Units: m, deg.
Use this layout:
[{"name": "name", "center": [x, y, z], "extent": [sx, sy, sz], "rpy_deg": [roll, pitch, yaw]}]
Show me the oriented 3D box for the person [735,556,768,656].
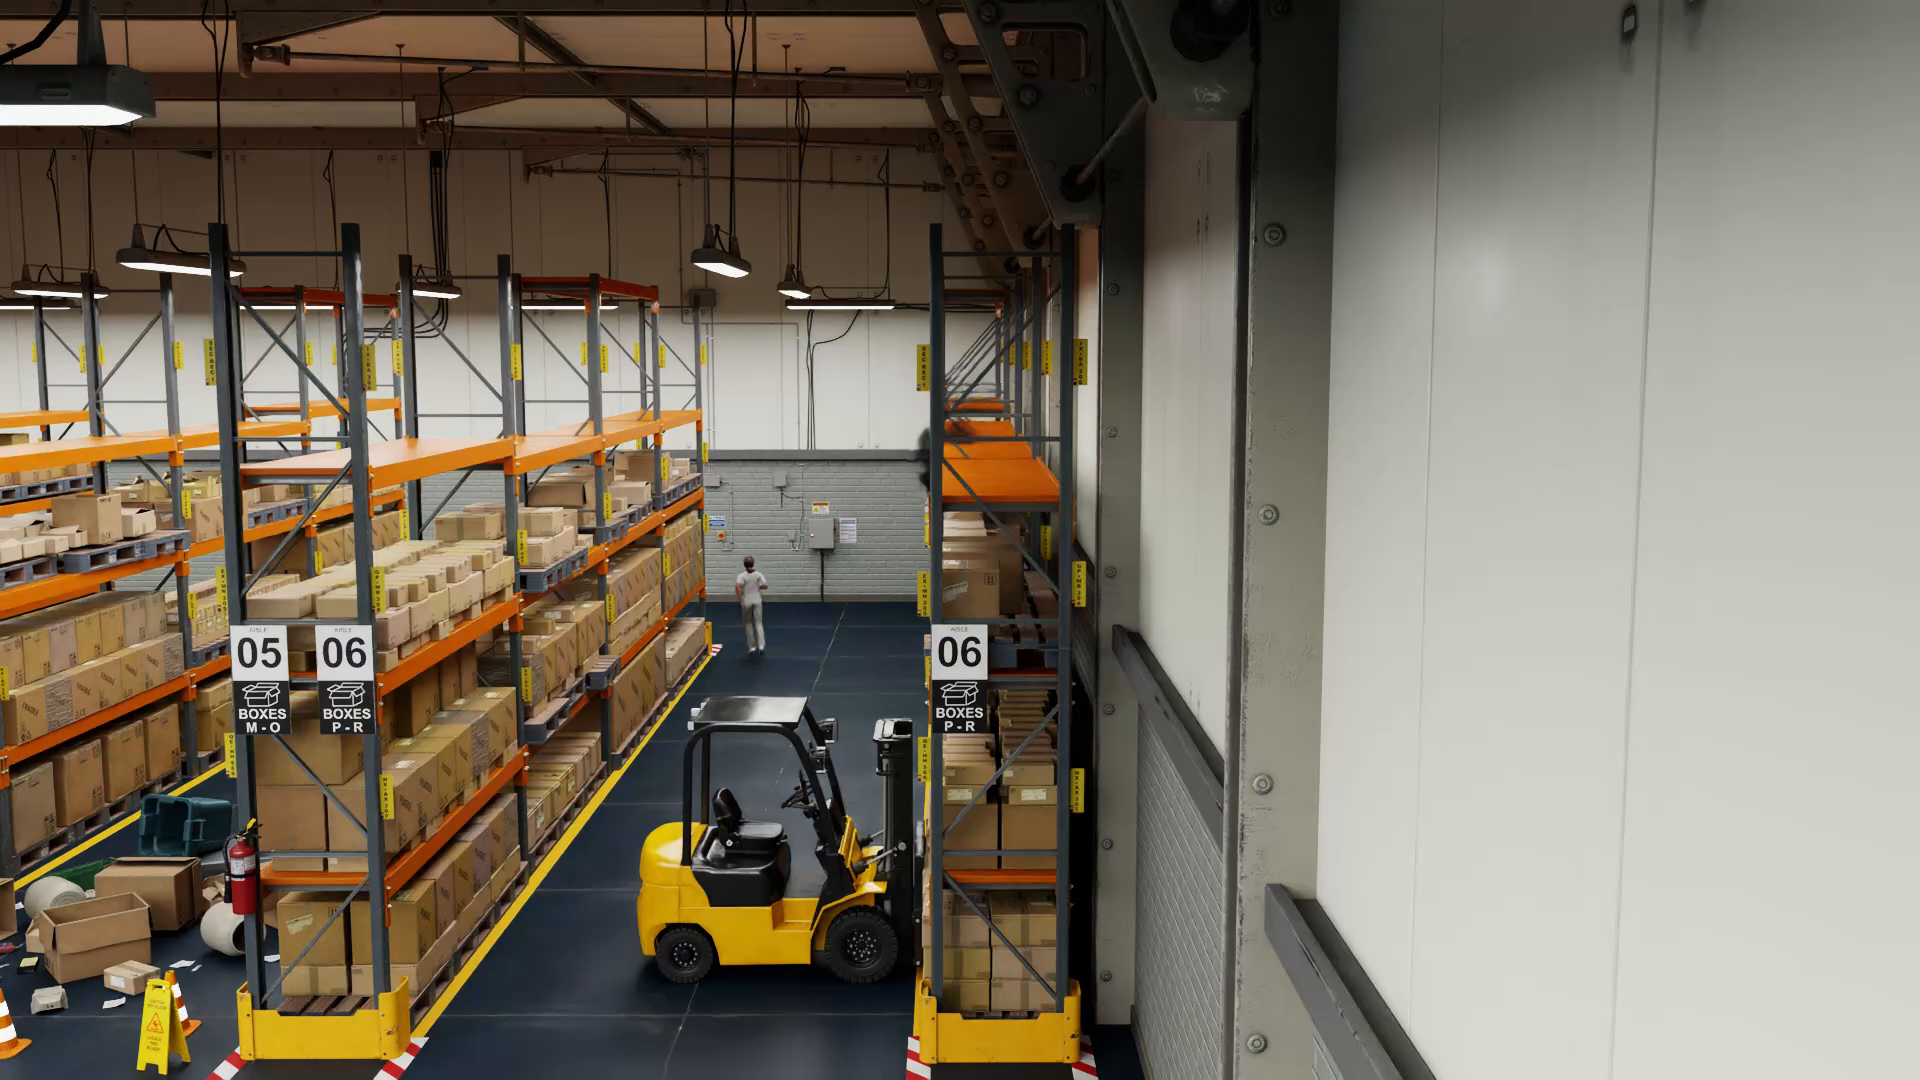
[{"name": "person", "center": [-3.471, 1.107, 27.622], "extent": [0.574, 1.688, 0.846], "rpy_deg": [-2, 7, -15]}]
